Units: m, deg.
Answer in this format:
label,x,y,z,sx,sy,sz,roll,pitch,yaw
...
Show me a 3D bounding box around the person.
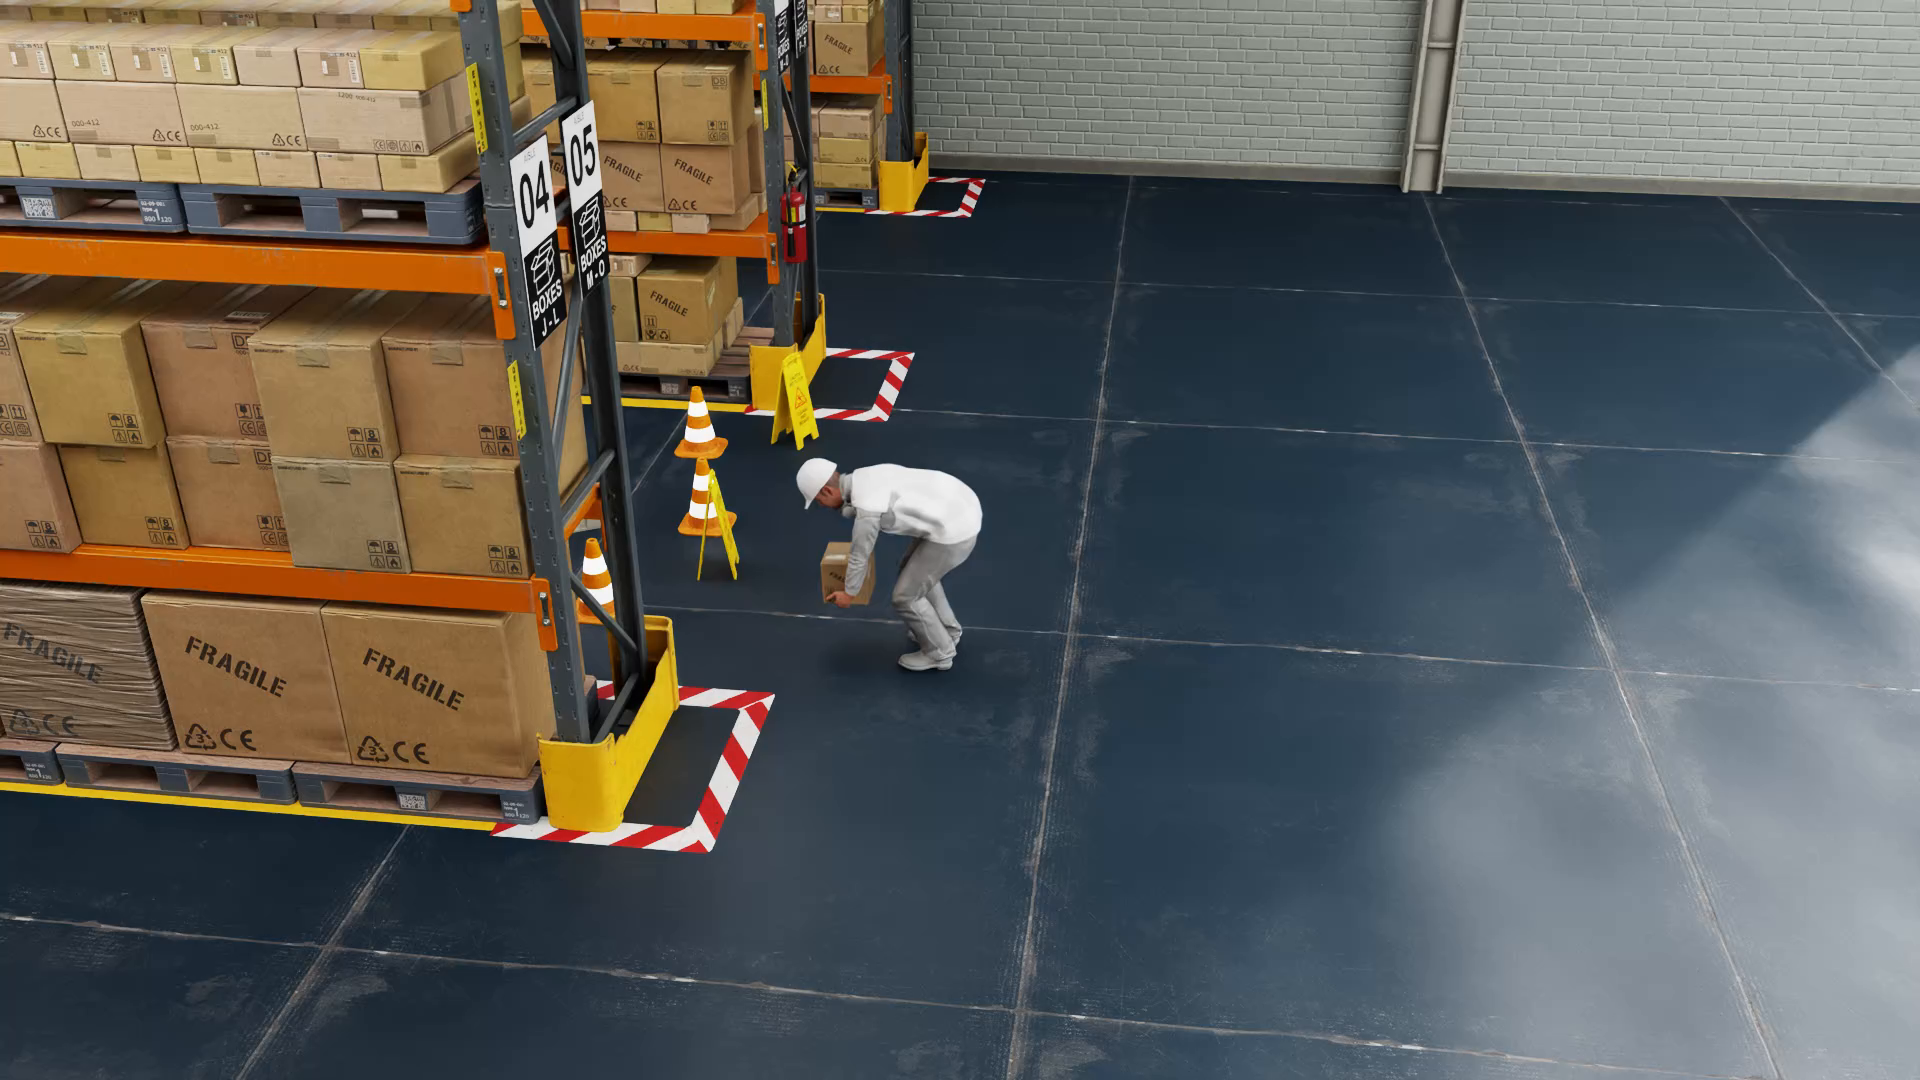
label,x,y,z,sx,sy,sz,roll,pitch,yaw
person,-0.374,0.107,9.027,0.985,1.178,0.488,2,28,4
